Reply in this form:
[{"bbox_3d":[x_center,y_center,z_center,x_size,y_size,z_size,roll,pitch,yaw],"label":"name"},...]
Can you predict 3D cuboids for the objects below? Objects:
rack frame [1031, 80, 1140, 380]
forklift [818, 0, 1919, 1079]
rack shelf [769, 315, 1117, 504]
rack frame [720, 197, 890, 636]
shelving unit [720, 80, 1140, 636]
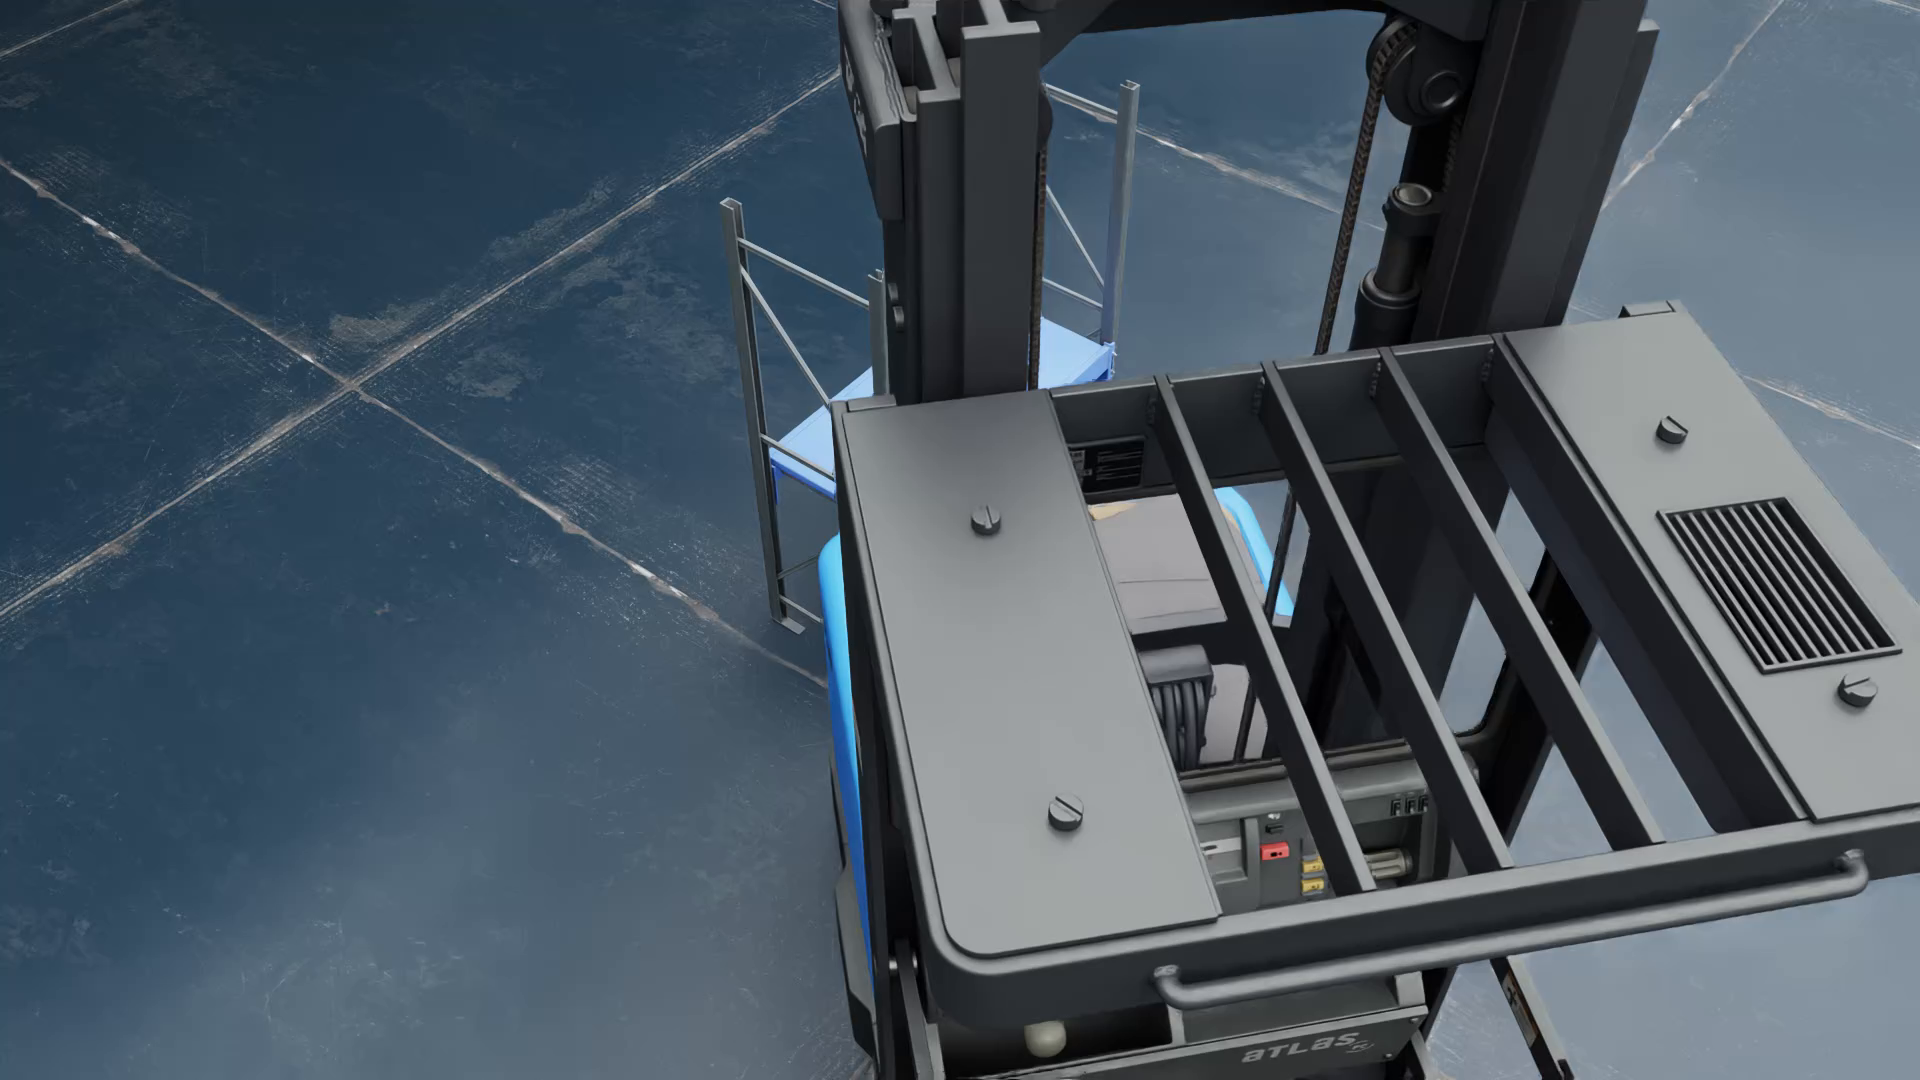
[{"bbox_3d":[0.259,-0.760,4.939,0.500,1.500,0.032,29,53,25],"label":"rack frame"},{"bbox_3d":[0.434,0.692,2.562,1.130,2.935,3.031,-8,47,-7],"label":"forklift"},{"bbox_3d":[-0.052,-0.345,4.791,0.538,0.185,1.000,29,53,25],"label":"rack shelf"},{"bbox_3d":[-0.363,-0.178,4.383,0.500,1.500,0.032,29,53,25],"label":"rack frame"},{"bbox_3d":[-0.052,-0.469,4.661,0.538,1.500,1.048,29,53,25],"label":"shelving unit"}]
